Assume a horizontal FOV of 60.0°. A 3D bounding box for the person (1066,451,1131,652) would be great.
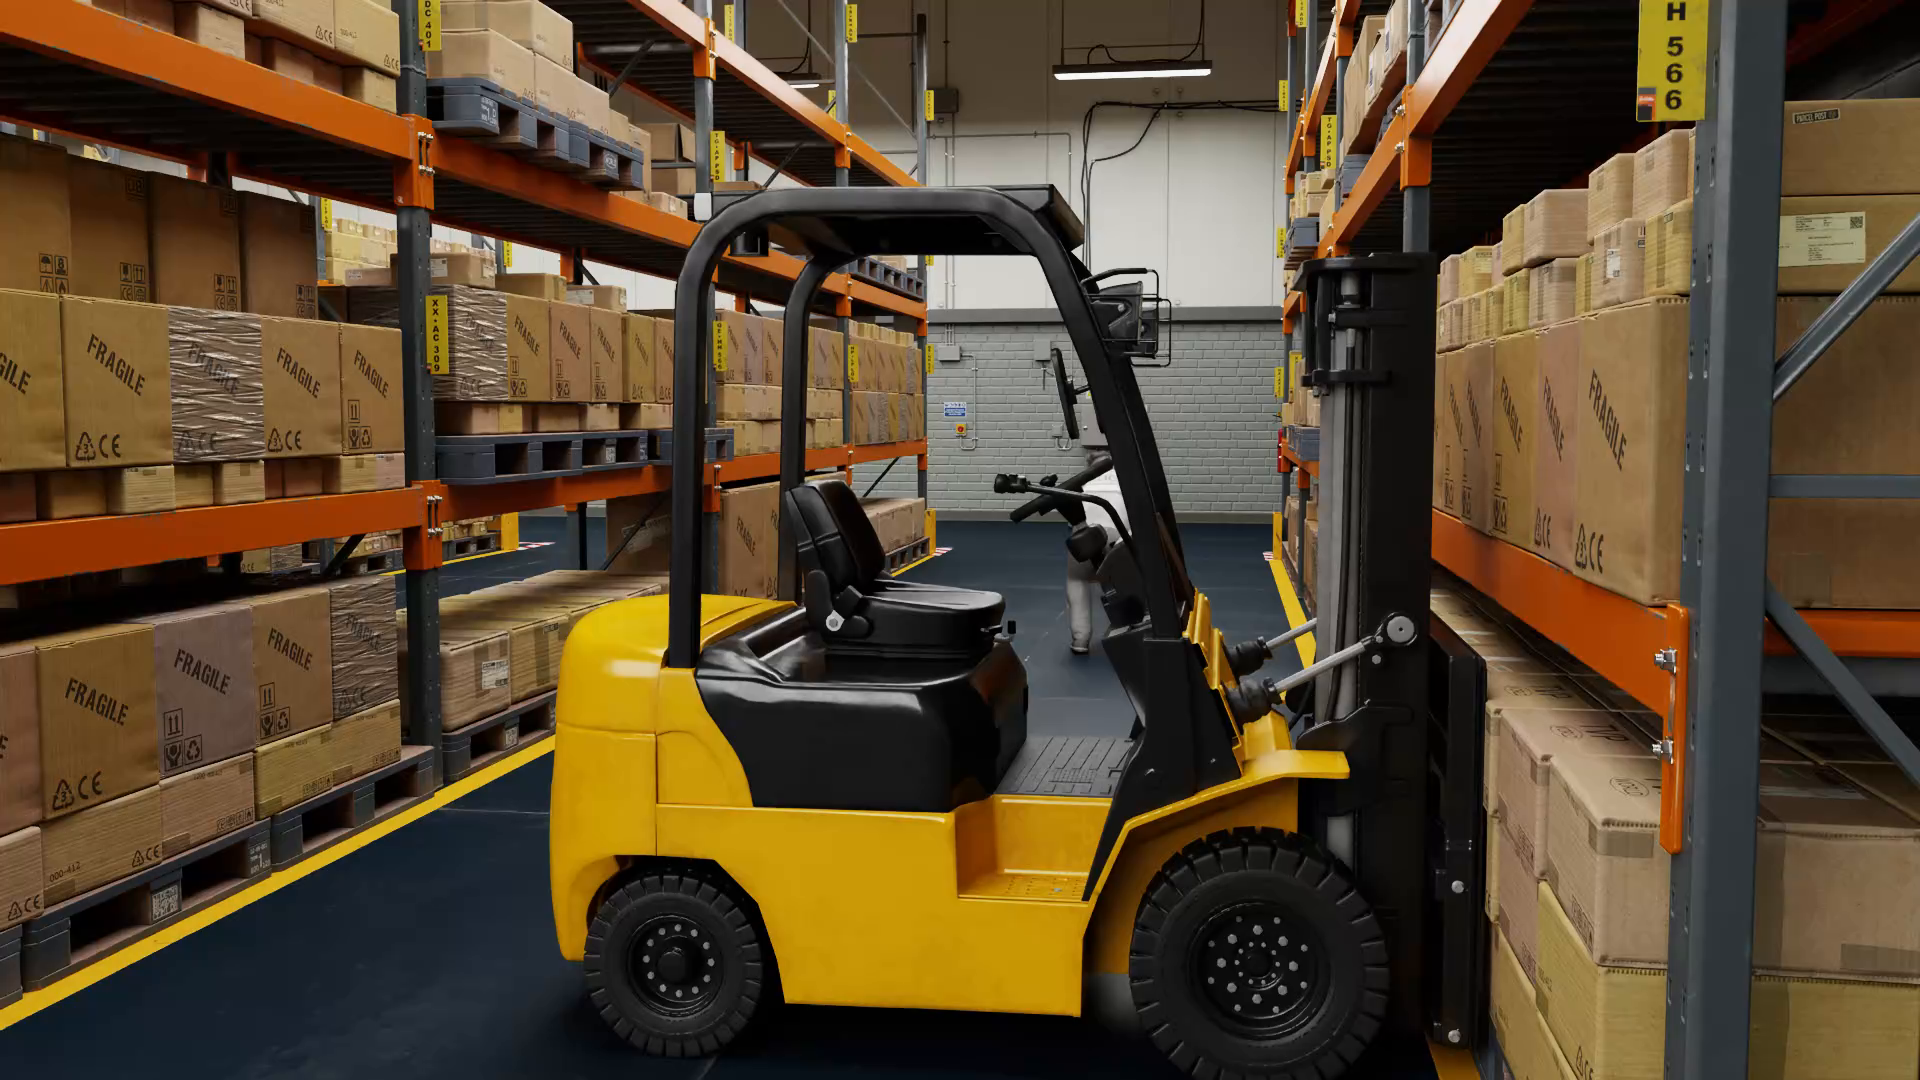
[{"bbox_3d":[0.983,0.071,11.365,0.494,1.341,0.987,1,4,7],"label":"person"}]
